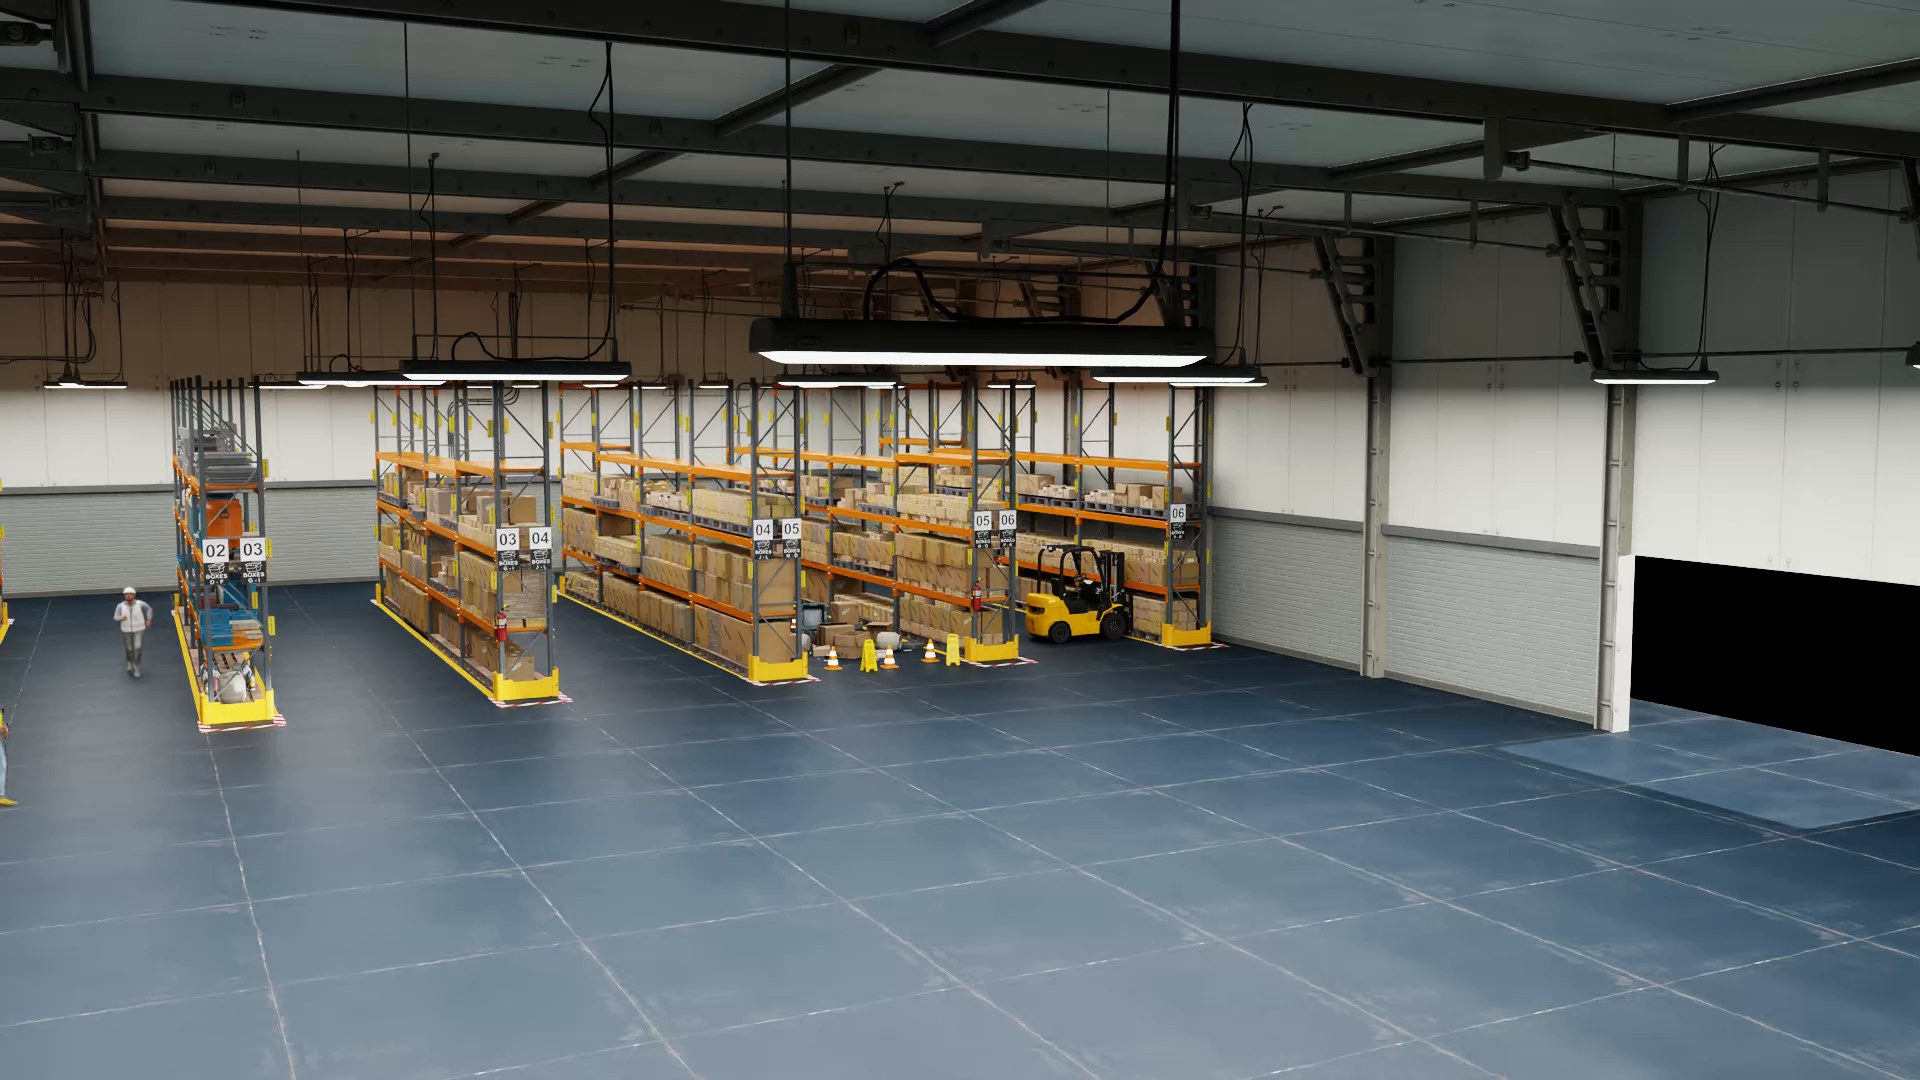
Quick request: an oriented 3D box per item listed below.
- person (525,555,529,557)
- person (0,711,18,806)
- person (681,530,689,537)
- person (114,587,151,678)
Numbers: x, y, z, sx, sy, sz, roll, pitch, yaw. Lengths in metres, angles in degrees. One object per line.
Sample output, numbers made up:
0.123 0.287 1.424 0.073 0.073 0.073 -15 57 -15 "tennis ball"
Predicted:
-12.351 0.721 46.872 0.734 1.709 0.573 1 5 13 "person"
-13.525 2.817 23.015 0.854 1.760 0.708 0 5 -1 "person"
-8.301 0.412 50.235 0.741 1.784 0.655 -2 6 -25 "person"
-16.738 1.848 33.668 0.663 1.820 0.908 -2 5 -19 "person"
